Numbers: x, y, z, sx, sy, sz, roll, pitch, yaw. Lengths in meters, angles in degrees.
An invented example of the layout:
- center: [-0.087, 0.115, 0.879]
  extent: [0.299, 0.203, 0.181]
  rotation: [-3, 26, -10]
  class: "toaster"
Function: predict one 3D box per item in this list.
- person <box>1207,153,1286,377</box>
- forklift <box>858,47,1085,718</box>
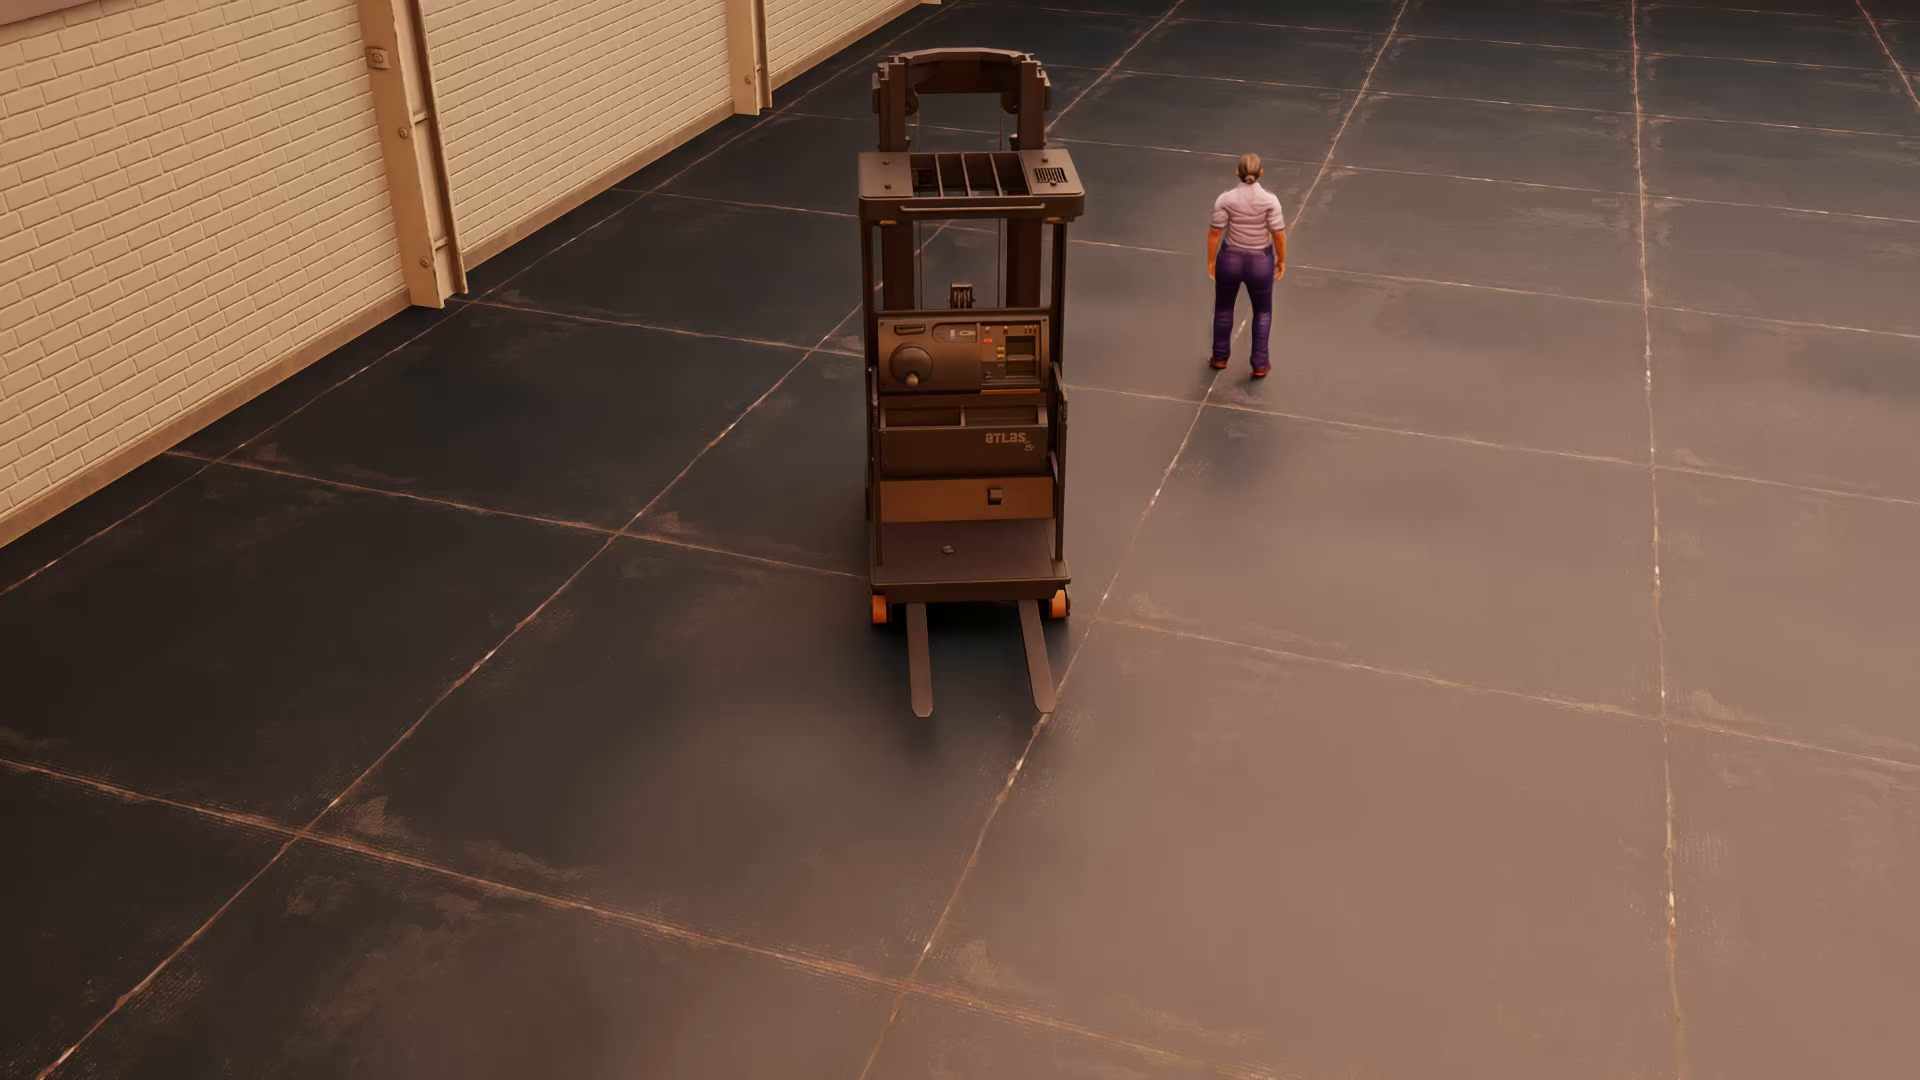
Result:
- center: [2.049, -1.970, 11.915]
  extent: [0.557, 1.673, 0.449]
  rotation: [8, 31, 14]
  class: "person"
- center: [0.035, -0.972, 8.842]
  extent: [1.130, 2.935, 3.031]
  rotation: [-2, 30, -3]
  class: "forklift"
